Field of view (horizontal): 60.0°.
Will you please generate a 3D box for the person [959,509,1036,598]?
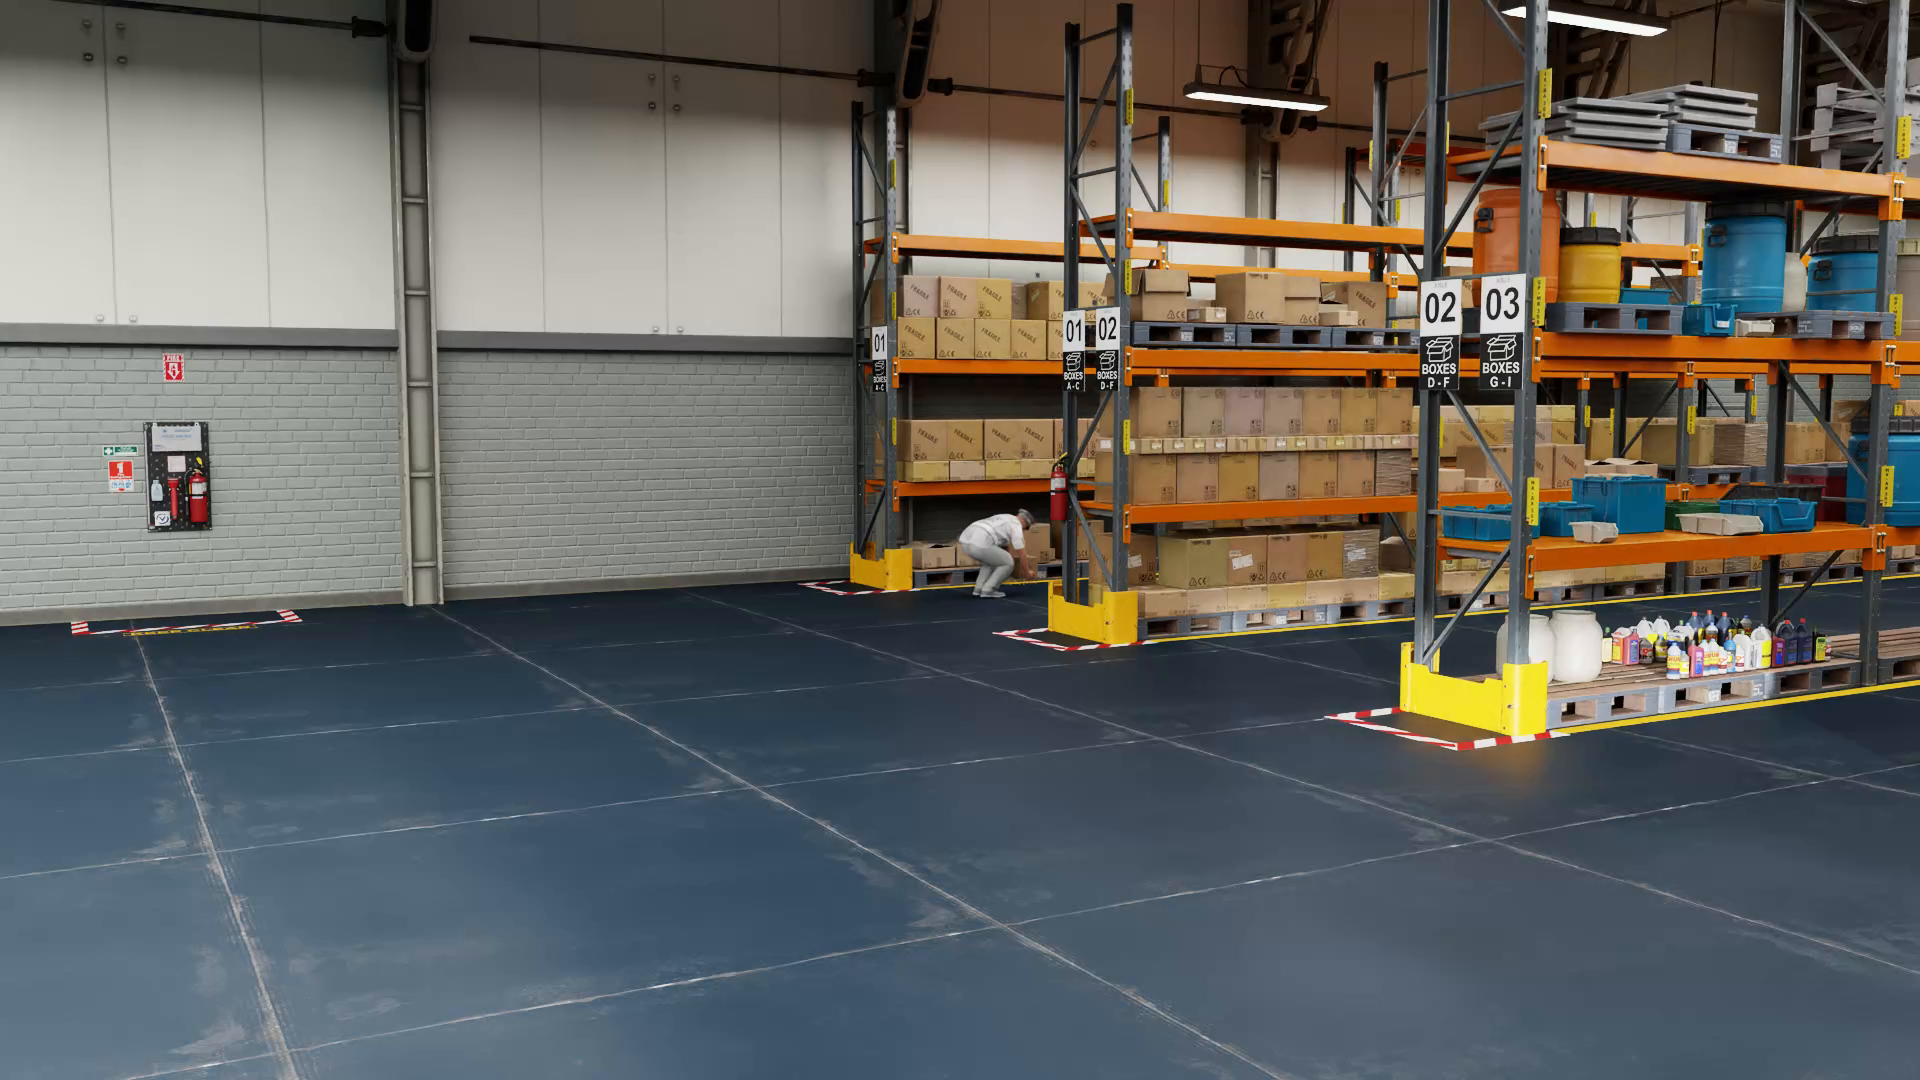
[{"bbox_3d":[0.469,0.156,19.661,1.009,1.021,0.527,-3,6,-31],"label":"person"}]
